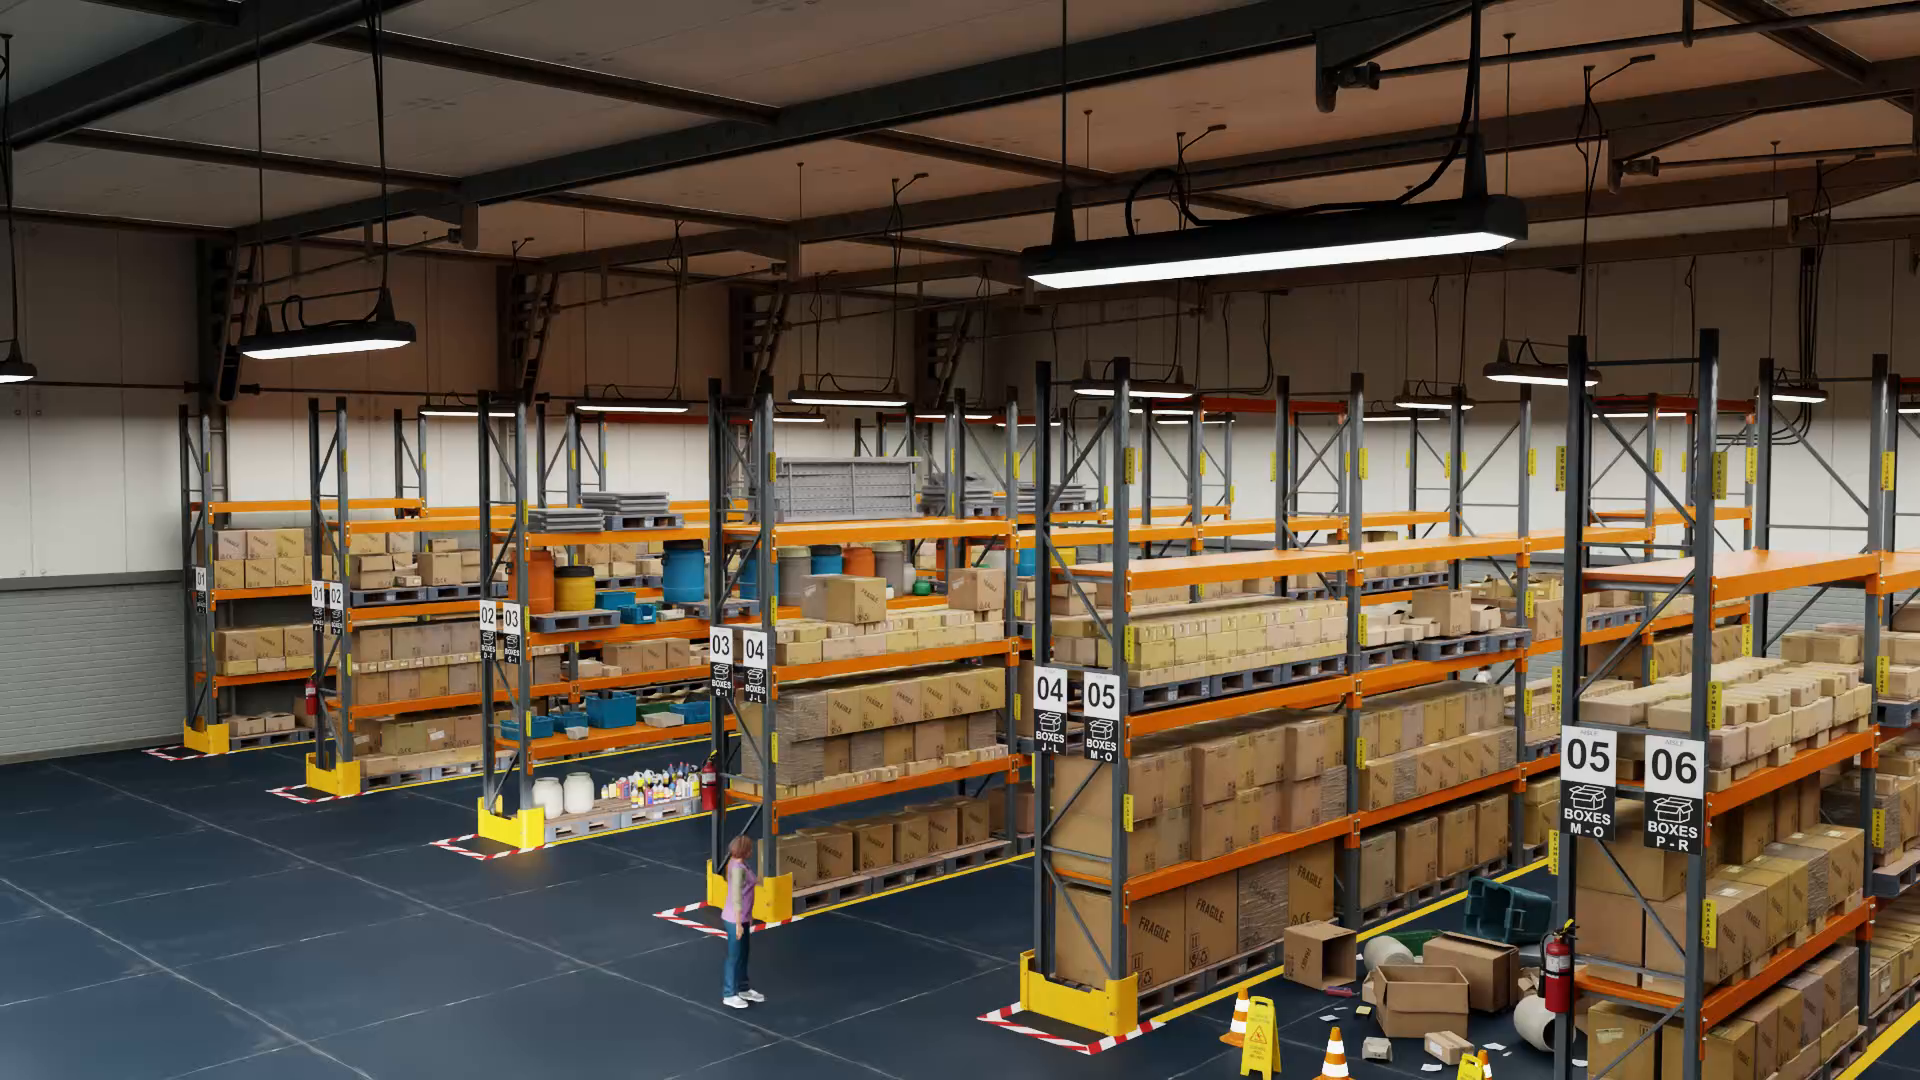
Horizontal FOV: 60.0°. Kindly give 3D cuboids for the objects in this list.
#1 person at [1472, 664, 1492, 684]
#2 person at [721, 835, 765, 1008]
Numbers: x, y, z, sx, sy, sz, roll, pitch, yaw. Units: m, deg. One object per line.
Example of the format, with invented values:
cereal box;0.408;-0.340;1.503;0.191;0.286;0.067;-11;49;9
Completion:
person;8.841;2.839;28.432;0.548;1.717;0.476;1;3;10
person;-2.034;3.545;15.500;0.388;1.612;0.432;0;3;-1
